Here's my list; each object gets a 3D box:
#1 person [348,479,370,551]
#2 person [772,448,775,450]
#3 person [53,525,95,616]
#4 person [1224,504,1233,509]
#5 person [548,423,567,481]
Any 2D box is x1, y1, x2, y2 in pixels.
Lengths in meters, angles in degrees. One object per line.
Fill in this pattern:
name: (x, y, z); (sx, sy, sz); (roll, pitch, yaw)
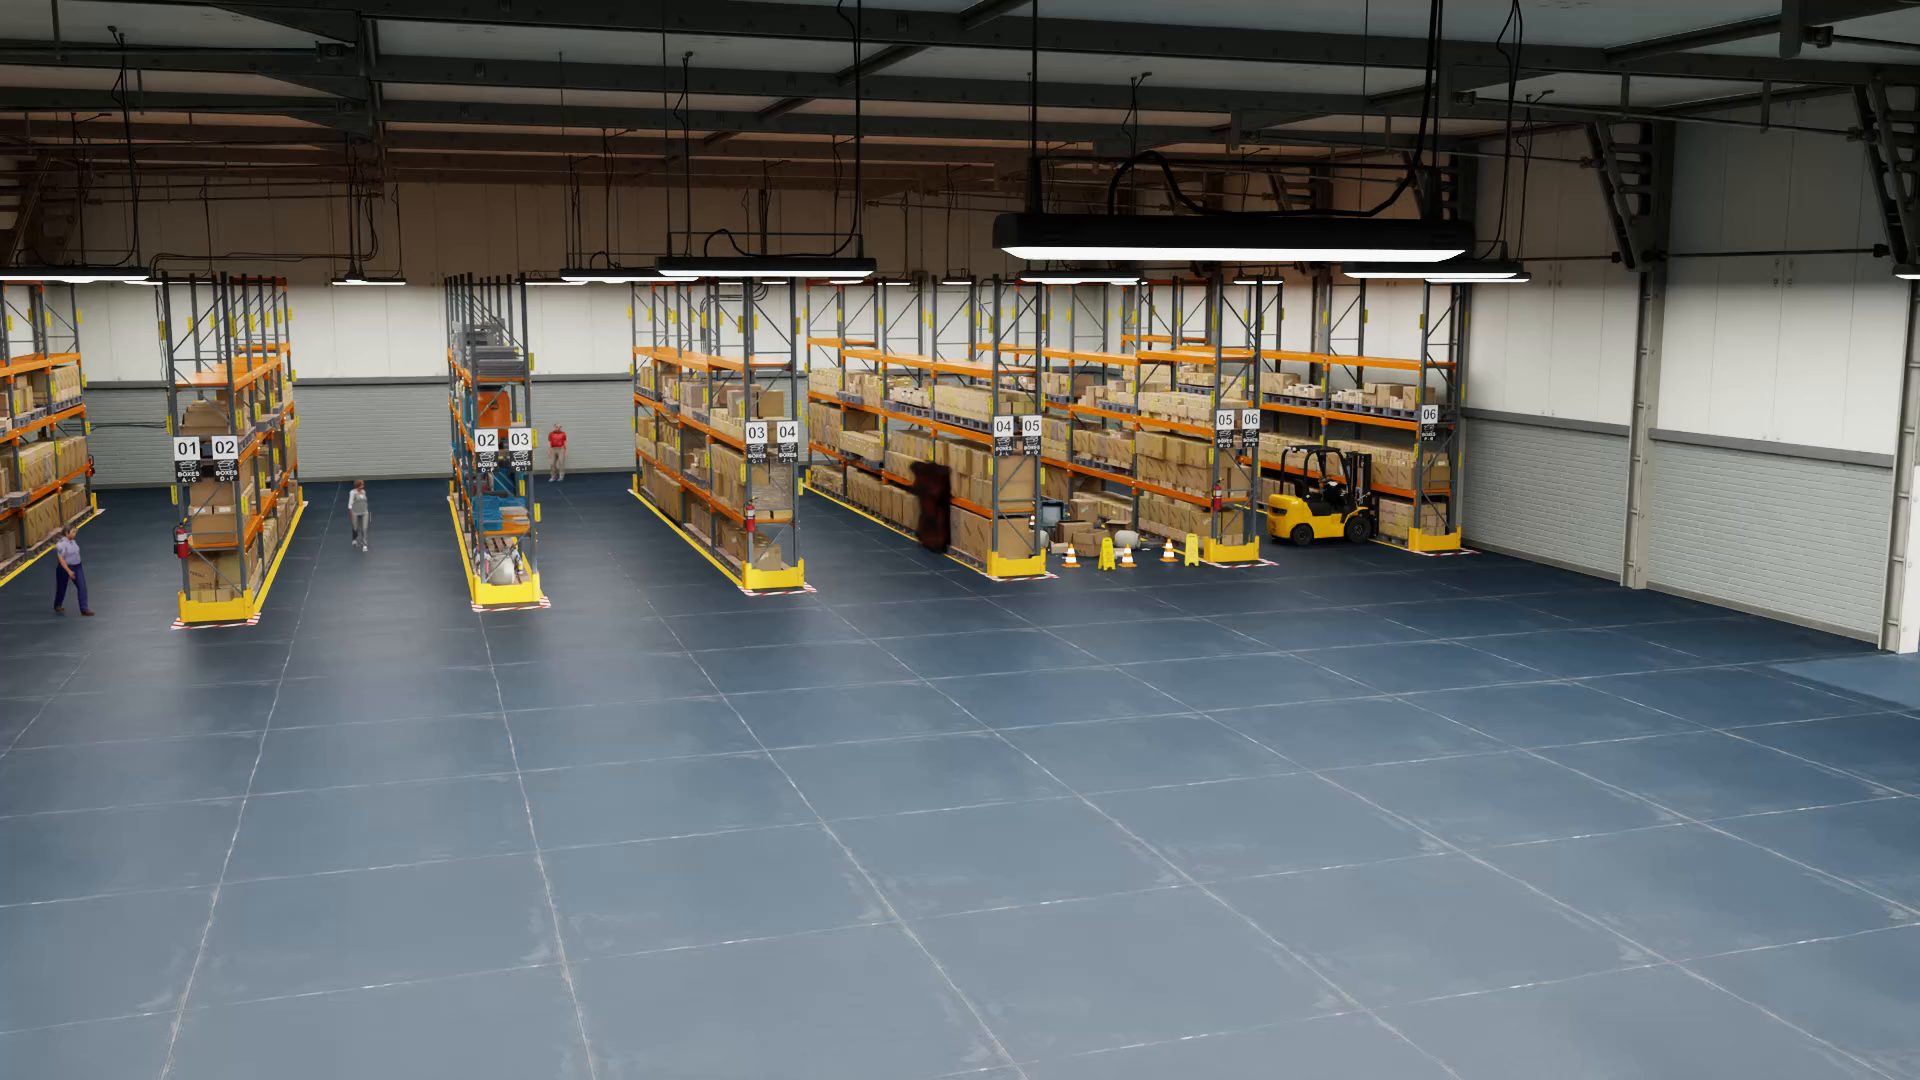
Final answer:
person: (-13.159, -0.553, 36.416); (0.441, 1.590, 0.483); (-4, 9, -24)
person: (-5.849, -2.757, 50.391); (0.679, 1.795, 0.926); (-2, 9, -10)
person: (-15.662, 0.535, 29.234); (1.015, 1.598, 0.444); (7, 11, 40)
person: (6.381, -1.111, 39.622); (0.438, 1.769, 0.619); (2, 9, 13)
person: (-12.069, -2.607, 49.759); (0.593, 1.781, 0.431); (0, 9, 0)
